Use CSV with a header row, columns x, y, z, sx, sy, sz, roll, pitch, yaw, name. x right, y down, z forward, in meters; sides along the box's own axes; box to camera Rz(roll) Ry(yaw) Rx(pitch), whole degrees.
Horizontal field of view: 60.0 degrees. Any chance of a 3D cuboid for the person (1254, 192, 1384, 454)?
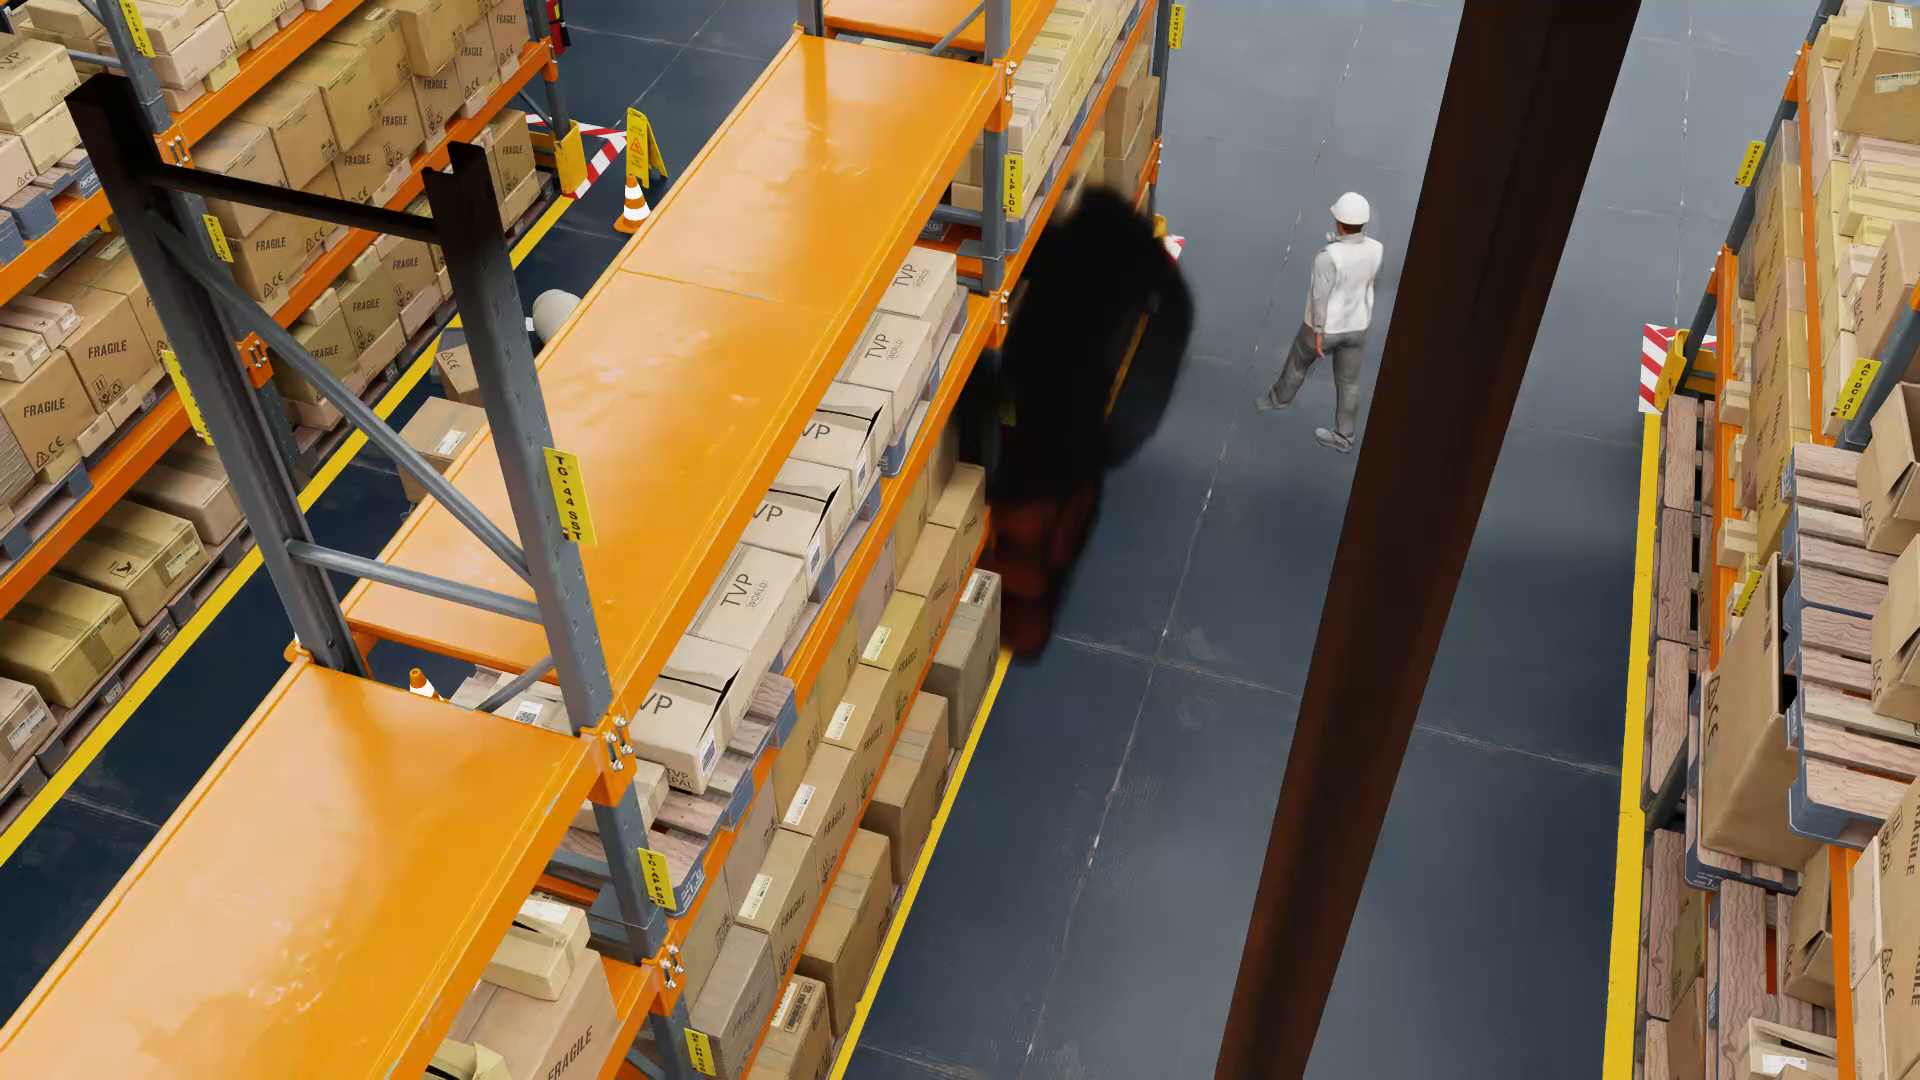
x,y,z,sx,sy,sz,roll,pitch,yaw,name
2.472,-1.389,10.921,0.617,1.817,0.809,-12,47,-11,person
